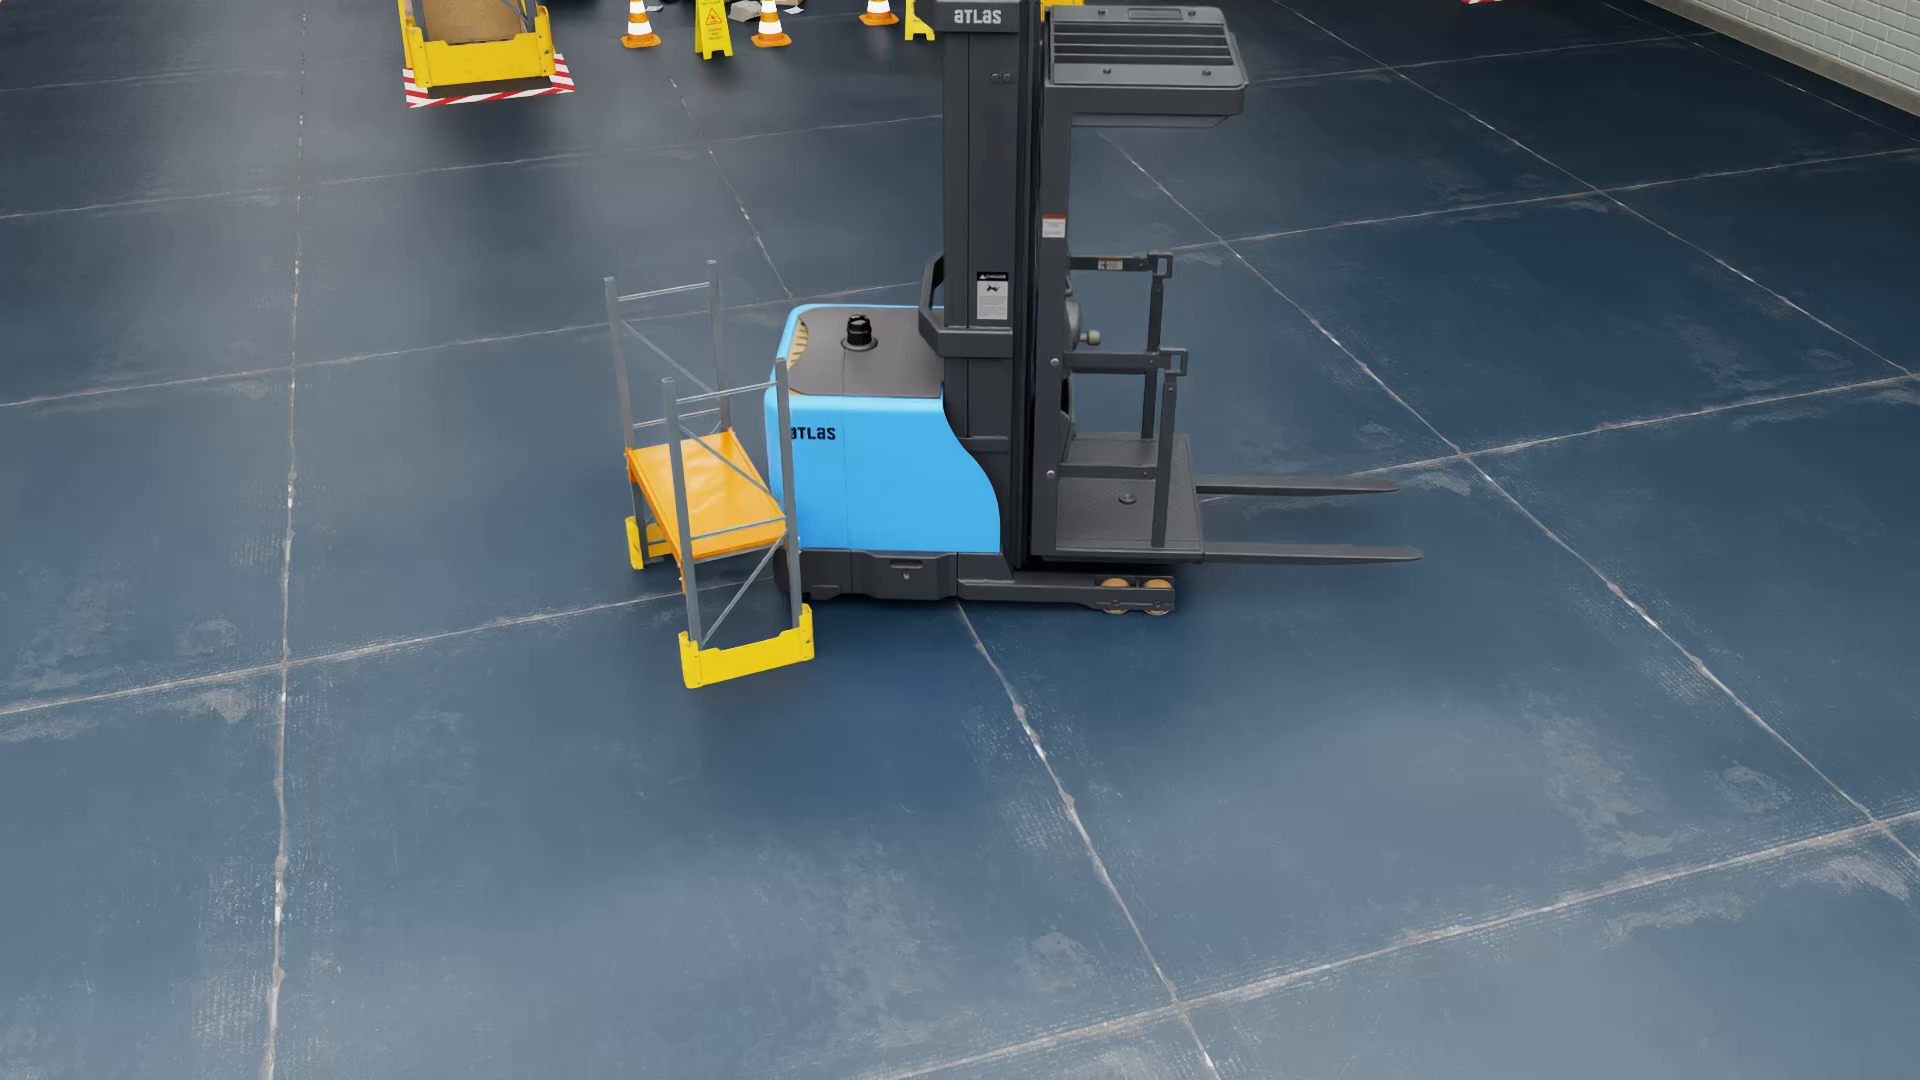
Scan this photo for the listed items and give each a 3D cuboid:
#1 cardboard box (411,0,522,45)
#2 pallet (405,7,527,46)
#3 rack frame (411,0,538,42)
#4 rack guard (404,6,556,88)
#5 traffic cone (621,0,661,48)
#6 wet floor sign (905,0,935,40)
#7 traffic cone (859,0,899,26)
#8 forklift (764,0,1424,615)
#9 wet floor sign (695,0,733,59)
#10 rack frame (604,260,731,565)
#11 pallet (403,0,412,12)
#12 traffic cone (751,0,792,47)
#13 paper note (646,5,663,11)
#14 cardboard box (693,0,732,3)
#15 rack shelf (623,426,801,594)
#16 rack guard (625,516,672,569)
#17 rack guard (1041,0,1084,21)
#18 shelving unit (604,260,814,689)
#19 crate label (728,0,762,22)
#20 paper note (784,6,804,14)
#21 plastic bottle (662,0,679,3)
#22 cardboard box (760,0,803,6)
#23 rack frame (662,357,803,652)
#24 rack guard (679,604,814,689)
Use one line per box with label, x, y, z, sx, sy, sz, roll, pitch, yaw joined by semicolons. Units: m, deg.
cardboard box;-4.354;-4.892;14.478;0.875;0.875;0.875;-10;35;-14
pallet;-4.403;-4.501;14.870;1.003;0.211;1.213;-10;35;-15
rack frame;-4.085;-5.258;13.486;1.000;3.000;0.127;-10;35;-15
rack guard;-4.077;-4.202;14.156;1.175;0.500;0.348;-10;35;-15
traffic cone;-2.894;-4.717;14.969;0.336;0.463;0.334;-10;35;-15
wet floor sign;-0.362;-4.881;15.052;0.267;0.644;0.232;1;33;2
traffic cone;-0.761;-5.094;15.539;0.336;0.463;0.334;-10;35;-15
forklift;0.656;-1.175;7.369;3.031;2.935;1.130;1;33;2
wet floor sign;-2.190;-4.593;14.616;0.267;0.644;0.232;-16;37;-23
rack frame;-1.319;-0.563;7.742;0.500;1.500;0.032;-13;36;-19
pallet;-4.771;-5.141;15.838;1.003;0.211;1.213;-10;35;-15
traffic cone;-1.714;-4.729;14.986;0.336;0.463;0.334;-10;35;-15
paper note;-2.933;-5.105;15.950;0.144;0.017;0.142;1;33;2
cardboard box;-2.348;-5.598;16.266;0.637;0.503;0.797;19;38;26
rack shelf;-1.123;-0.155;7.450;0.538;0.185;1.000;-13;36;-19
rack guard;-1.318;-0.041;8.086;0.587;0.250;0.087;-13;36;-19
rack guard;0.576;-5.140;15.576;1.175;0.500;0.348;-10;35;-15
shelving unit;-1.126;-0.309;7.358;0.587;1.500;1.083;-13;36;-19
crate label;-2.013;-4.995;15.685;0.298;0.136;0.250;27;42;34
paper note;-1.585;-5.066;15.889;0.148;0.019;0.142;-23;40;-31
plastic bottle;-2.871;-5.308;16.227;0.133;0.061;0.283;-23;40;-31
cardboard box;-1.725;-5.302;16.139;0.380;0.149;0.250;7;34;10
rack frame;-0.927;-0.046;6.960;0.500;1.500;0.032;-13;36;-19
rack guard;-0.934;0.465;7.319;0.587;0.250;0.087;-13;36;-19
